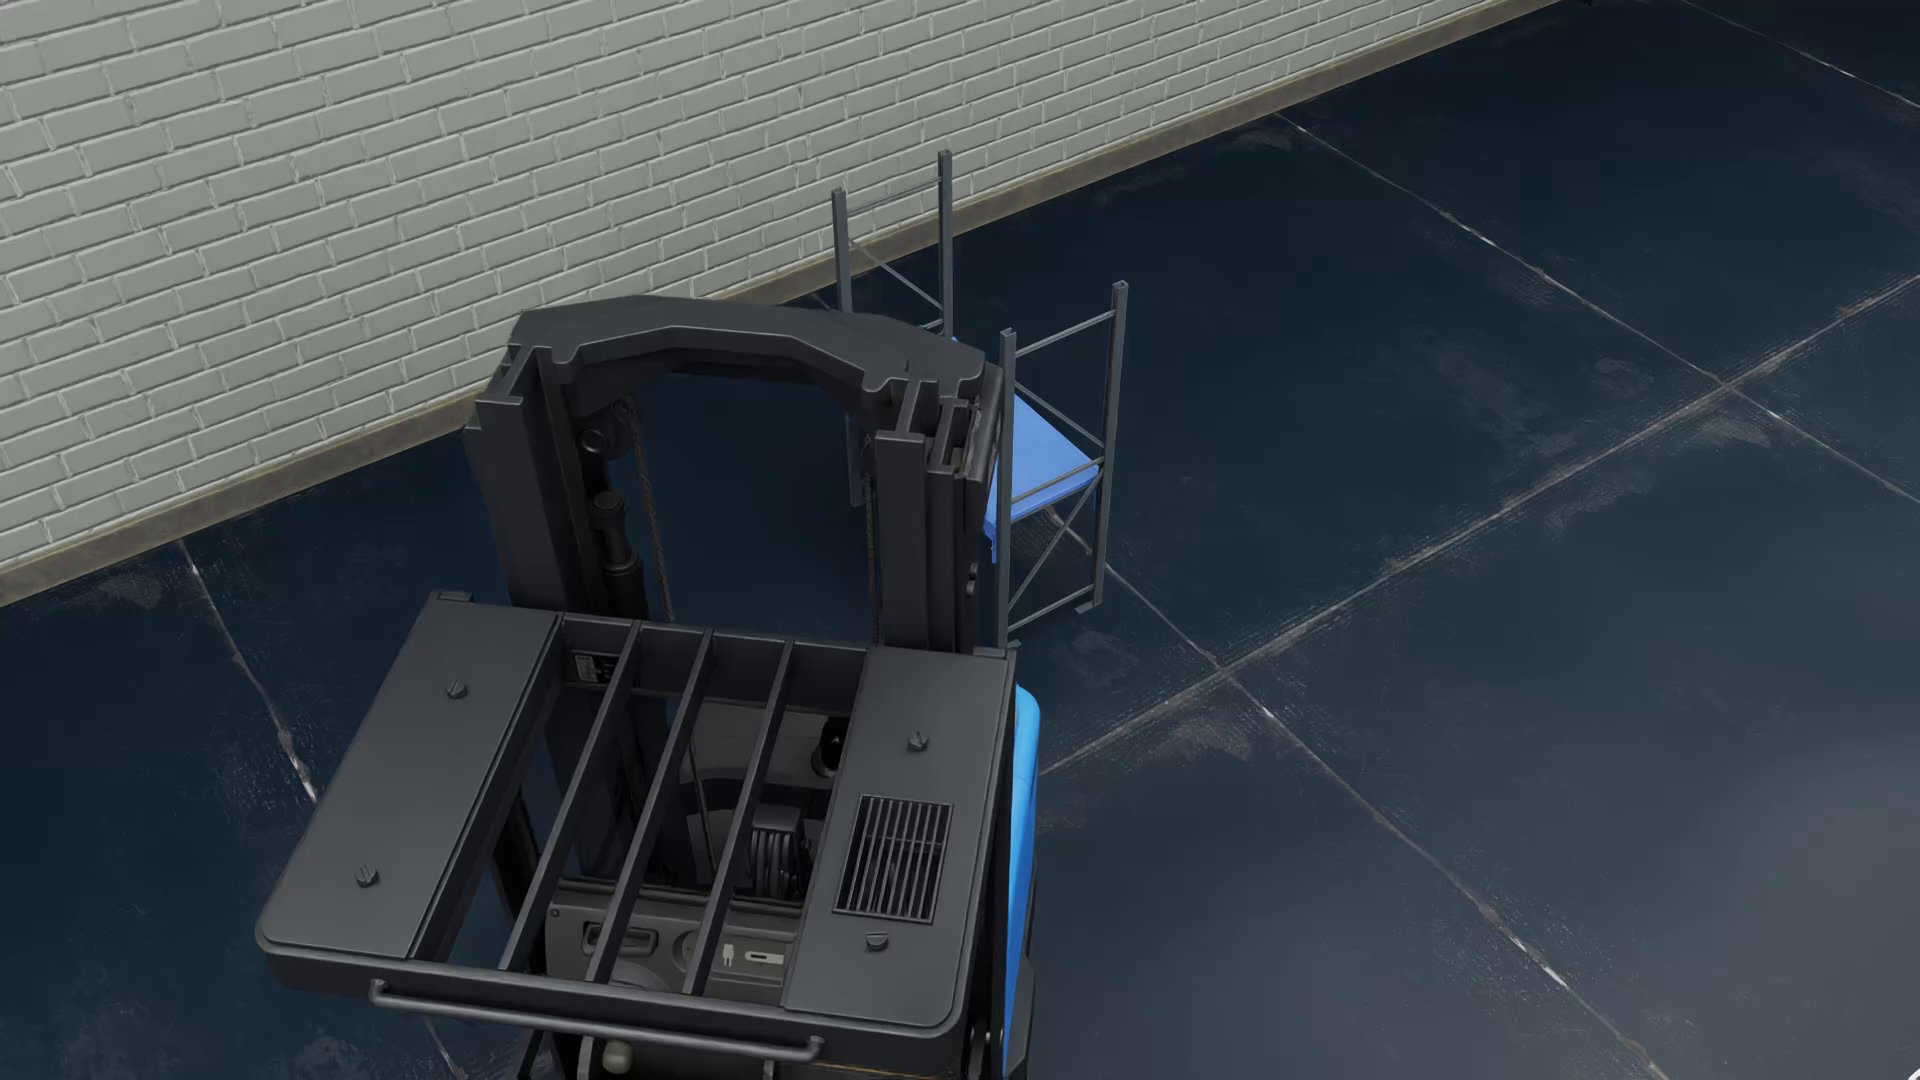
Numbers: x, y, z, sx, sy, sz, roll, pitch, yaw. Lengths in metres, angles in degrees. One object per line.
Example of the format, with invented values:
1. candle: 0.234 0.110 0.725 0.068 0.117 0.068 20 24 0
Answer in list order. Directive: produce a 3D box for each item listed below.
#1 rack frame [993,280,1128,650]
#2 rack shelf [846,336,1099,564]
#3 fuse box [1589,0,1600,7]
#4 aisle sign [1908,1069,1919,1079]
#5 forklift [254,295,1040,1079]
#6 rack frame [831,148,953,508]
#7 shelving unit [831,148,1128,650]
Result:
1. rack frame: 0.340 -0.206 5.880 0.500 1.500 0.032 -26 49 -24
2. rack shelf: 0.049 -0.364 6.306 0.538 0.185 1.000 -26 49 -24
3. fuse box: 3.920 -3.893 9.589 0.539 1.711 0.414 -26 49 -24
4. aisle sign: 1.068 0.722 1.939 0.394 0.787 0.004 -26 49 -24
5. forklift: -0.477 1.094 3.482 1.130 2.935 3.031 6 44 6
6. rack frame: -0.242 -0.782 6.483 0.500 1.500 0.032 -26 49 -24
7. shelving unit: 0.049 -0.494 6.182 0.538 1.500 1.048 -26 49 -24
